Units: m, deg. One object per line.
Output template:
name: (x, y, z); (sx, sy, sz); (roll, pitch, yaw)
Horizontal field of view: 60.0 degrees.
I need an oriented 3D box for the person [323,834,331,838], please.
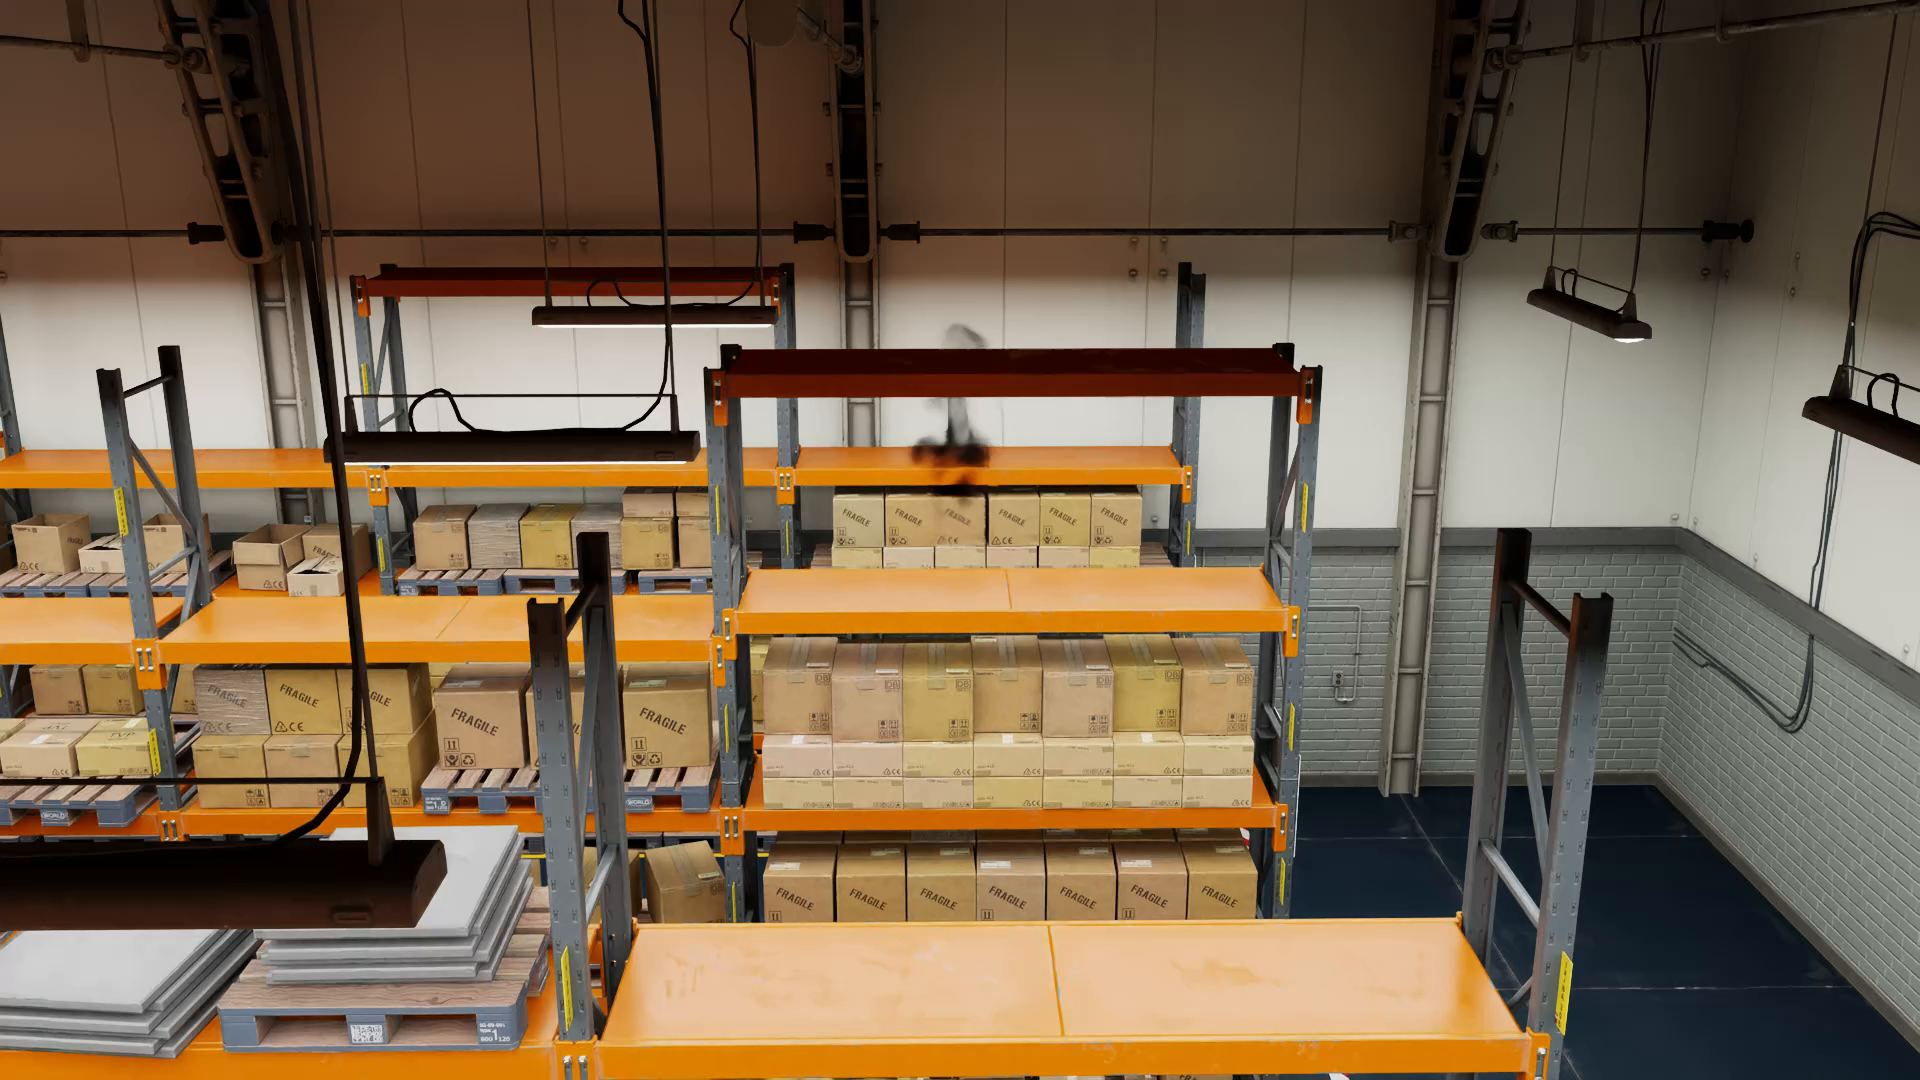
person: (-5.437, 3.171, 14.540); (0.584, 1.729, 0.699); (0, 16, 1)
